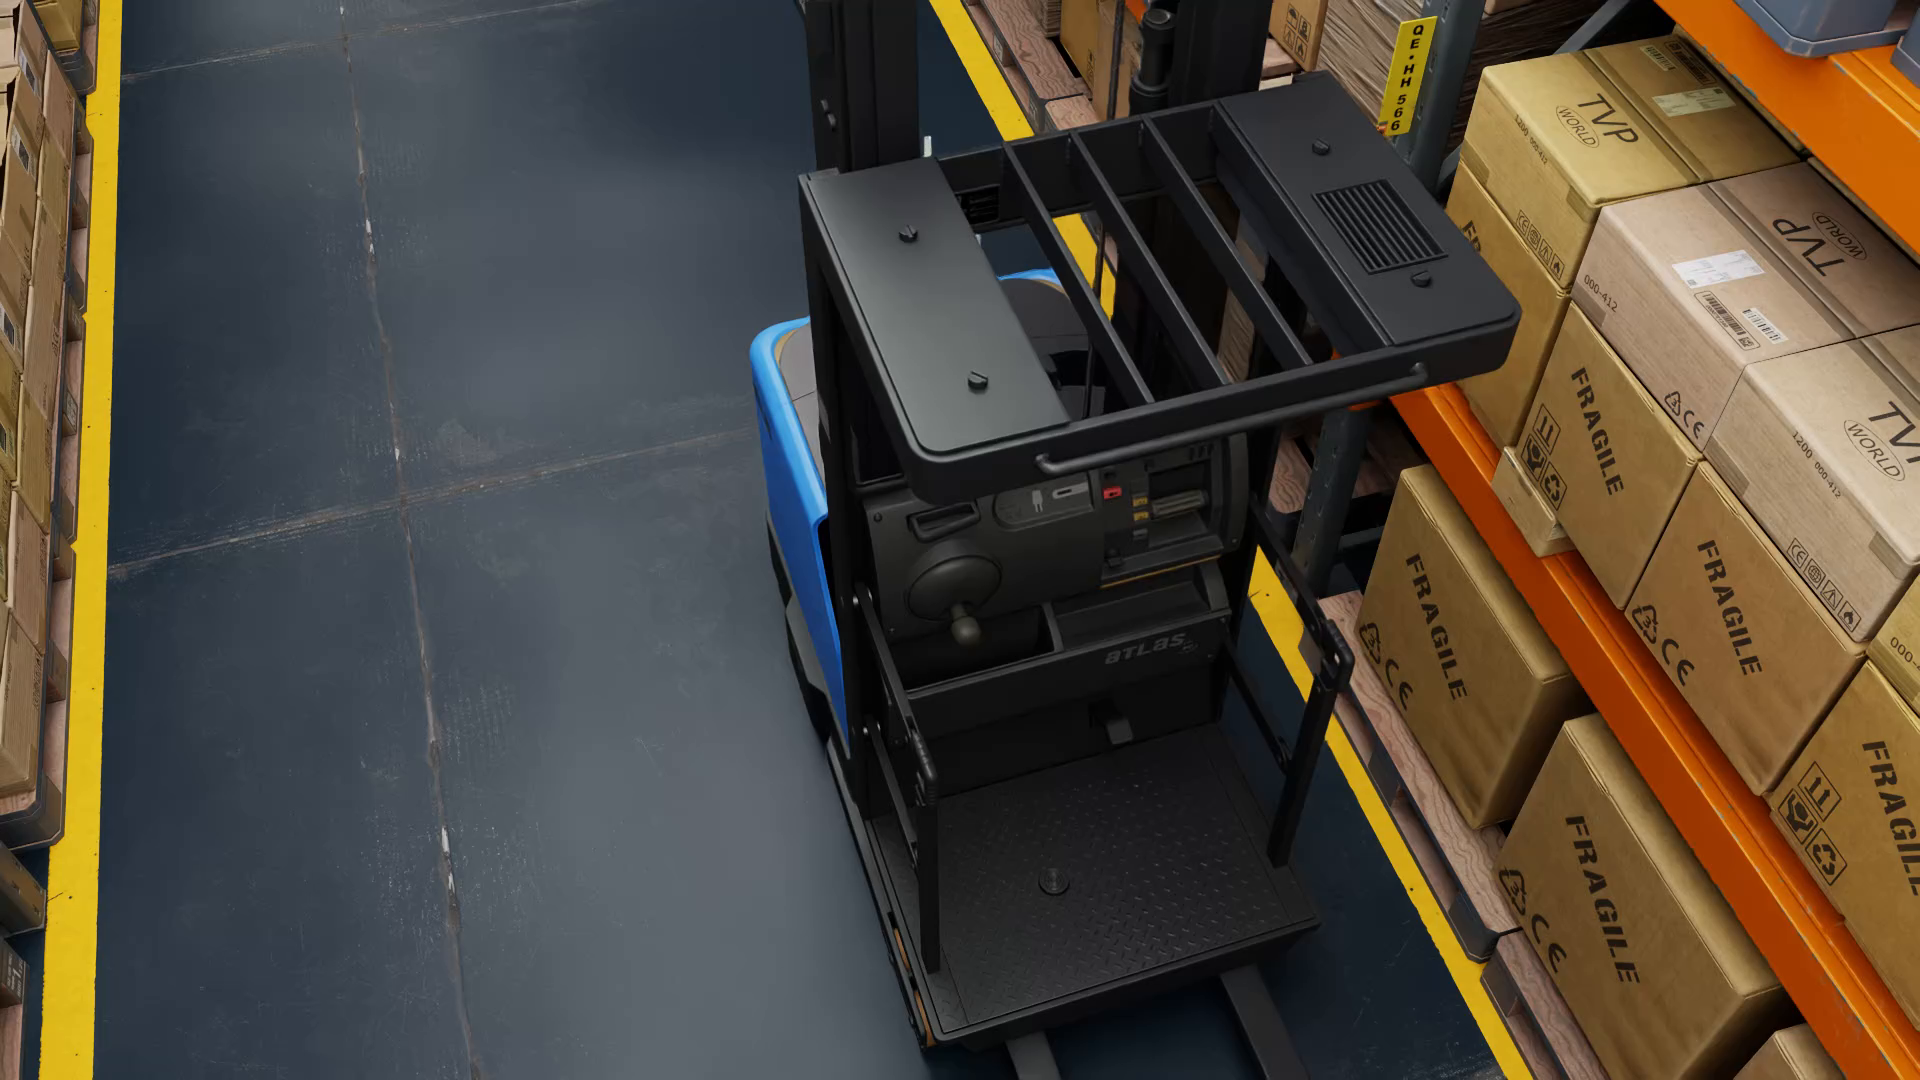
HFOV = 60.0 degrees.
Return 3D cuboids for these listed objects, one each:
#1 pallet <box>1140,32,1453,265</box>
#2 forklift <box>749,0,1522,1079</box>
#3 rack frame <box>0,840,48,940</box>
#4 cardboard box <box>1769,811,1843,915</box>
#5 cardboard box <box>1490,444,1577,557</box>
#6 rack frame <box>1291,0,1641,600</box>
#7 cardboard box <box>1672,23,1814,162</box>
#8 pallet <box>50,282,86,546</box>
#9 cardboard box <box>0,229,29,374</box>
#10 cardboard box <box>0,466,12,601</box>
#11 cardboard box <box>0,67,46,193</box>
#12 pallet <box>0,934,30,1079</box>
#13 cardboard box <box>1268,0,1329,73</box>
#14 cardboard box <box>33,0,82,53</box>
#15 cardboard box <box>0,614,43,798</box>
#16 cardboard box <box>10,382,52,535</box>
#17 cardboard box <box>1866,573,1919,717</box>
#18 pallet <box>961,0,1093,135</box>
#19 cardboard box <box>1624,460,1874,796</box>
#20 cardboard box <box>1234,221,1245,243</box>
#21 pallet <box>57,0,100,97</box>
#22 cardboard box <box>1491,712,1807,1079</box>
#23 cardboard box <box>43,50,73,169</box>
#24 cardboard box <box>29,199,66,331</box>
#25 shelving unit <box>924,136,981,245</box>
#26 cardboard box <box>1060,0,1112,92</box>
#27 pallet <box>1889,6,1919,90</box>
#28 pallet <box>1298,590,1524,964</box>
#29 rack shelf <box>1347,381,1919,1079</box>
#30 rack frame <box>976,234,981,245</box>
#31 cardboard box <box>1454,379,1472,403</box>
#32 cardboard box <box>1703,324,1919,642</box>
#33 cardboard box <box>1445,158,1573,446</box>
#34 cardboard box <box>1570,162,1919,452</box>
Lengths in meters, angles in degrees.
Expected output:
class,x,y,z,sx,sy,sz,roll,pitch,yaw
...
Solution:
class,x,y,z,sx,sy,sz,roll,pitch,yaw
pallet,1.283,-1.332,5.036,1.213,0.211,1.003,-13,51,-11
forklift,0.310,0.084,3.762,1.130,2.935,3.031,-14,51,-12
rack frame,-3.136,0.225,3.598,1.000,3.000,0.127,-13,51,-11
cardboard box,1.935,0.588,3.444,0.380,0.149,0.250,-13,51,-11
cardboard box,1.535,-0.131,4.049,0.380,0.149,0.250,-12,51,-10
rack frame,1.595,-0.897,4.545,1.000,3.000,0.127,-13,51,-11
cardboard box,1.977,-1.001,3.868,0.500,0.250,0.500,-12,51,-10
pallet,-3.699,-0.375,5.928,1.003,0.211,1.213,-13,51,-11
cardboard box,-3.475,-0.783,5.605,0.500,0.311,0.500,-14,51,-11
cardboard box,-3.173,-0.035,4.975,0.500,0.311,0.500,-14,51,-12
cardboard box,-3.765,-1.516,6.223,0.500,0.311,0.500,-12,51,-10
pallet,-2.951,1.678,4.197,1.003,0.211,1.213,-13,51,-11
cardboard box,1.256,-1.814,4.965,0.700,0.500,0.500,-18,52,-14
cardboard box,-4.166,-2.352,7.295,0.500,0.250,0.500,-13,51,-11
cardboard box,-3.010,0.527,4.867,0.500,0.250,0.500,-13,51,-11
cardboard box,-3.319,-0.218,5.495,0.500,0.250,0.500,-15,51,-12
cardboard box,1.952,0.244,2.819,0.500,0.250,0.500,-14,51,-12
pallet,0.644,-2.352,7.594,1.003,0.211,1.213,-13,51,-11
cardboard box,1.786,0.128,3.407,0.500,0.500,0.500,-14,51,-11
cardboard box,1.291,-1.150,6.105,0.700,0.500,0.500,-13,51,-11
pallet,-4.514,-2.388,7.625,1.003,0.211,1.213,-13,51,-11
cardboard box,1.940,0.868,4.188,0.750,0.750,0.750,-14,51,-11
cardboard box,-3.919,-1.708,6.752,0.500,0.250,0.500,-14,51,-11
cardboard box,-3.619,-0.964,6.125,0.500,0.250,0.500,-12,51,-10
shelving unit,-0.130,-0.680,5.538,0.258,1.200,0.503,-14,51,-12
cardboard box,0.847,-2.255,7.036,0.700,0.500,0.500,-14,51,-12
pallet,2.170,-0.529,2.396,1.003,0.211,1.213,-11,51,-9
pallet,1.757,0.594,5.111,1.003,0.211,1.213,-13,51,-11
rack shelf,2.187,0.795,3.588,1.077,0.370,4.000,-13,51,-11
rack frame,-0.054,-0.503,5.389,0.240,1.200,0.015,-14,51,-12
cardboard box,1.471,-0.530,4.386,0.380,0.149,0.250,-14,51,-12
cardboard box,1.795,-0.127,3.132,0.500,0.250,0.500,-13,51,-11
cardboard box,1.495,-0.619,4.037,0.500,0.500,0.500,-12,51,-10
cardboard box,1.643,-0.491,3.439,0.500,0.250,0.500,-14,51,-11
